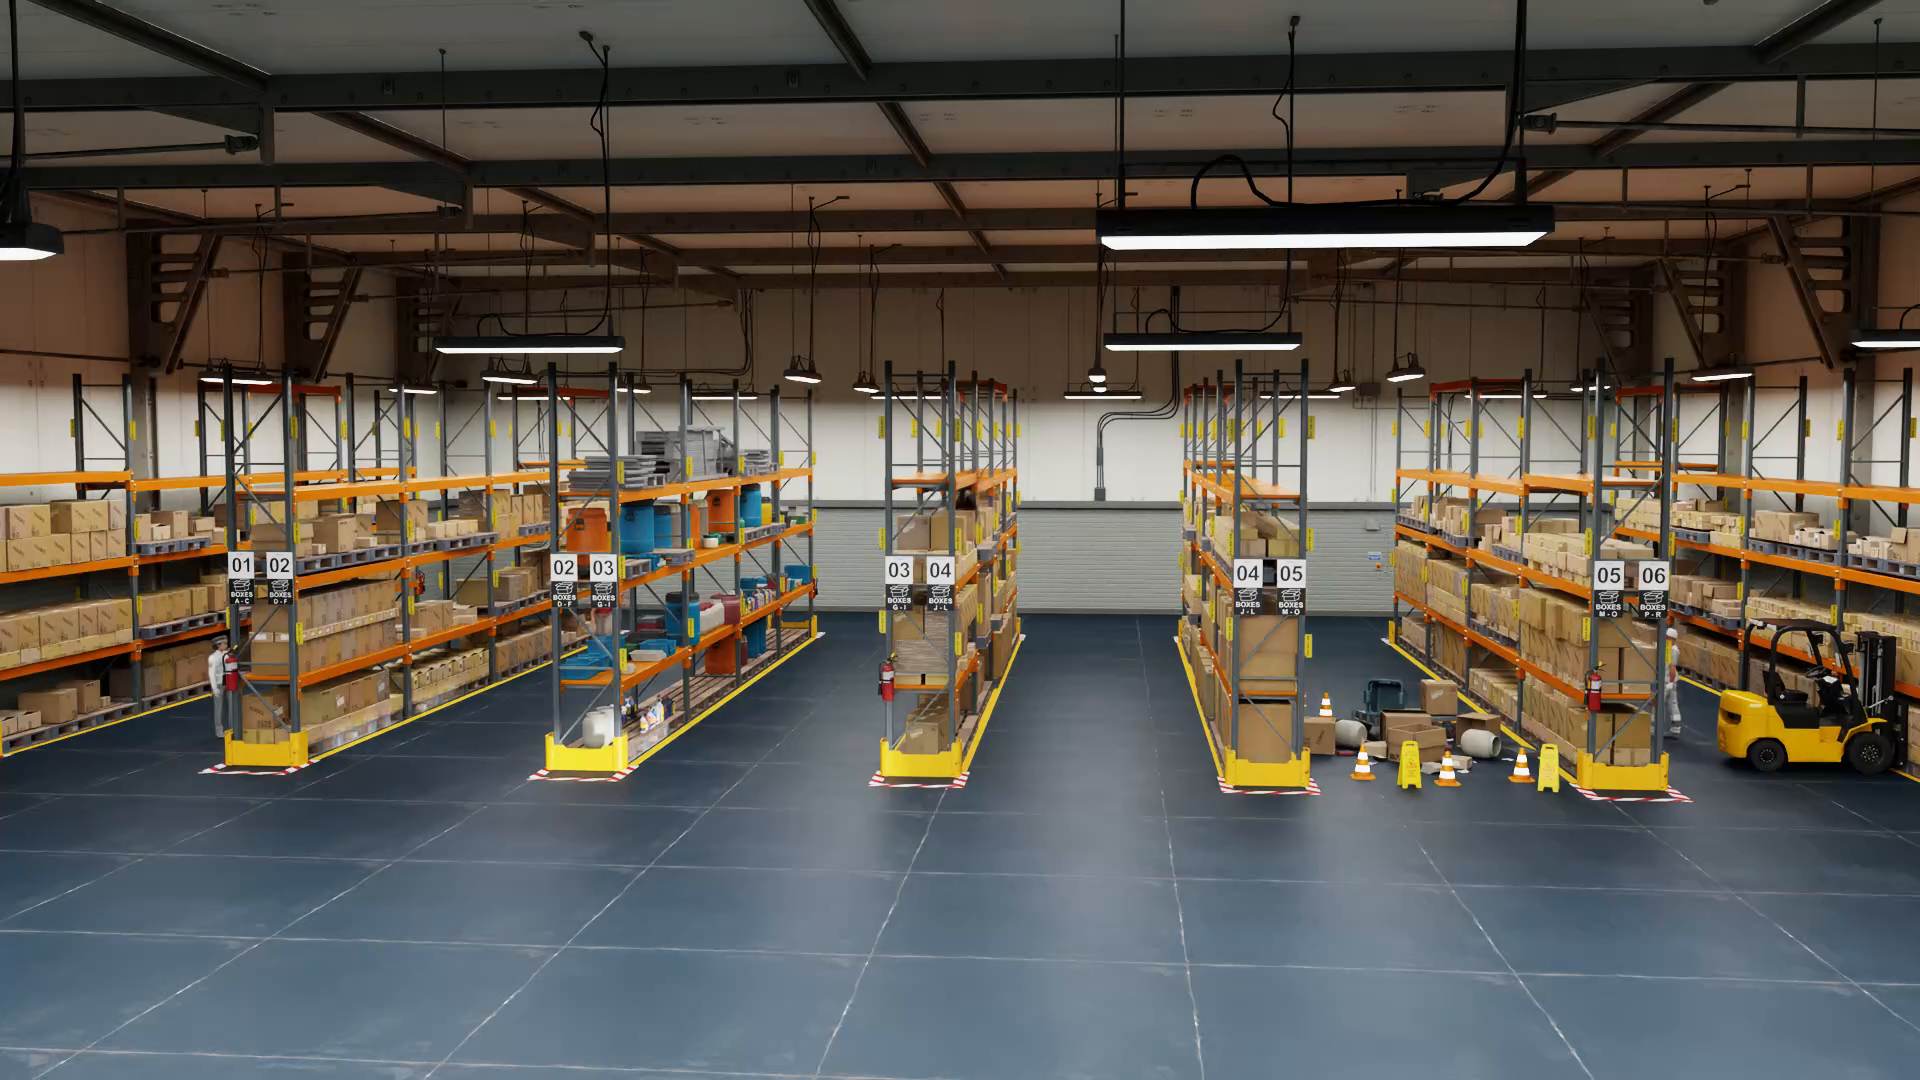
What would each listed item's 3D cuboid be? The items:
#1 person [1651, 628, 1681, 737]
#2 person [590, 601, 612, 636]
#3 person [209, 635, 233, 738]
[{"bbox_3d":[11.461,2.320,27.201,0.662,1.782,0.536,3,5,42],"label":"person"},{"bbox_3d":[-7.927,1.735,36.834,0.501,1.671,1.060,0,4,5],"label":"person"},{"bbox_3d":[-11.976,2.390,27.069,0.574,1.685,0.484,3,5,38],"label":"person"}]
